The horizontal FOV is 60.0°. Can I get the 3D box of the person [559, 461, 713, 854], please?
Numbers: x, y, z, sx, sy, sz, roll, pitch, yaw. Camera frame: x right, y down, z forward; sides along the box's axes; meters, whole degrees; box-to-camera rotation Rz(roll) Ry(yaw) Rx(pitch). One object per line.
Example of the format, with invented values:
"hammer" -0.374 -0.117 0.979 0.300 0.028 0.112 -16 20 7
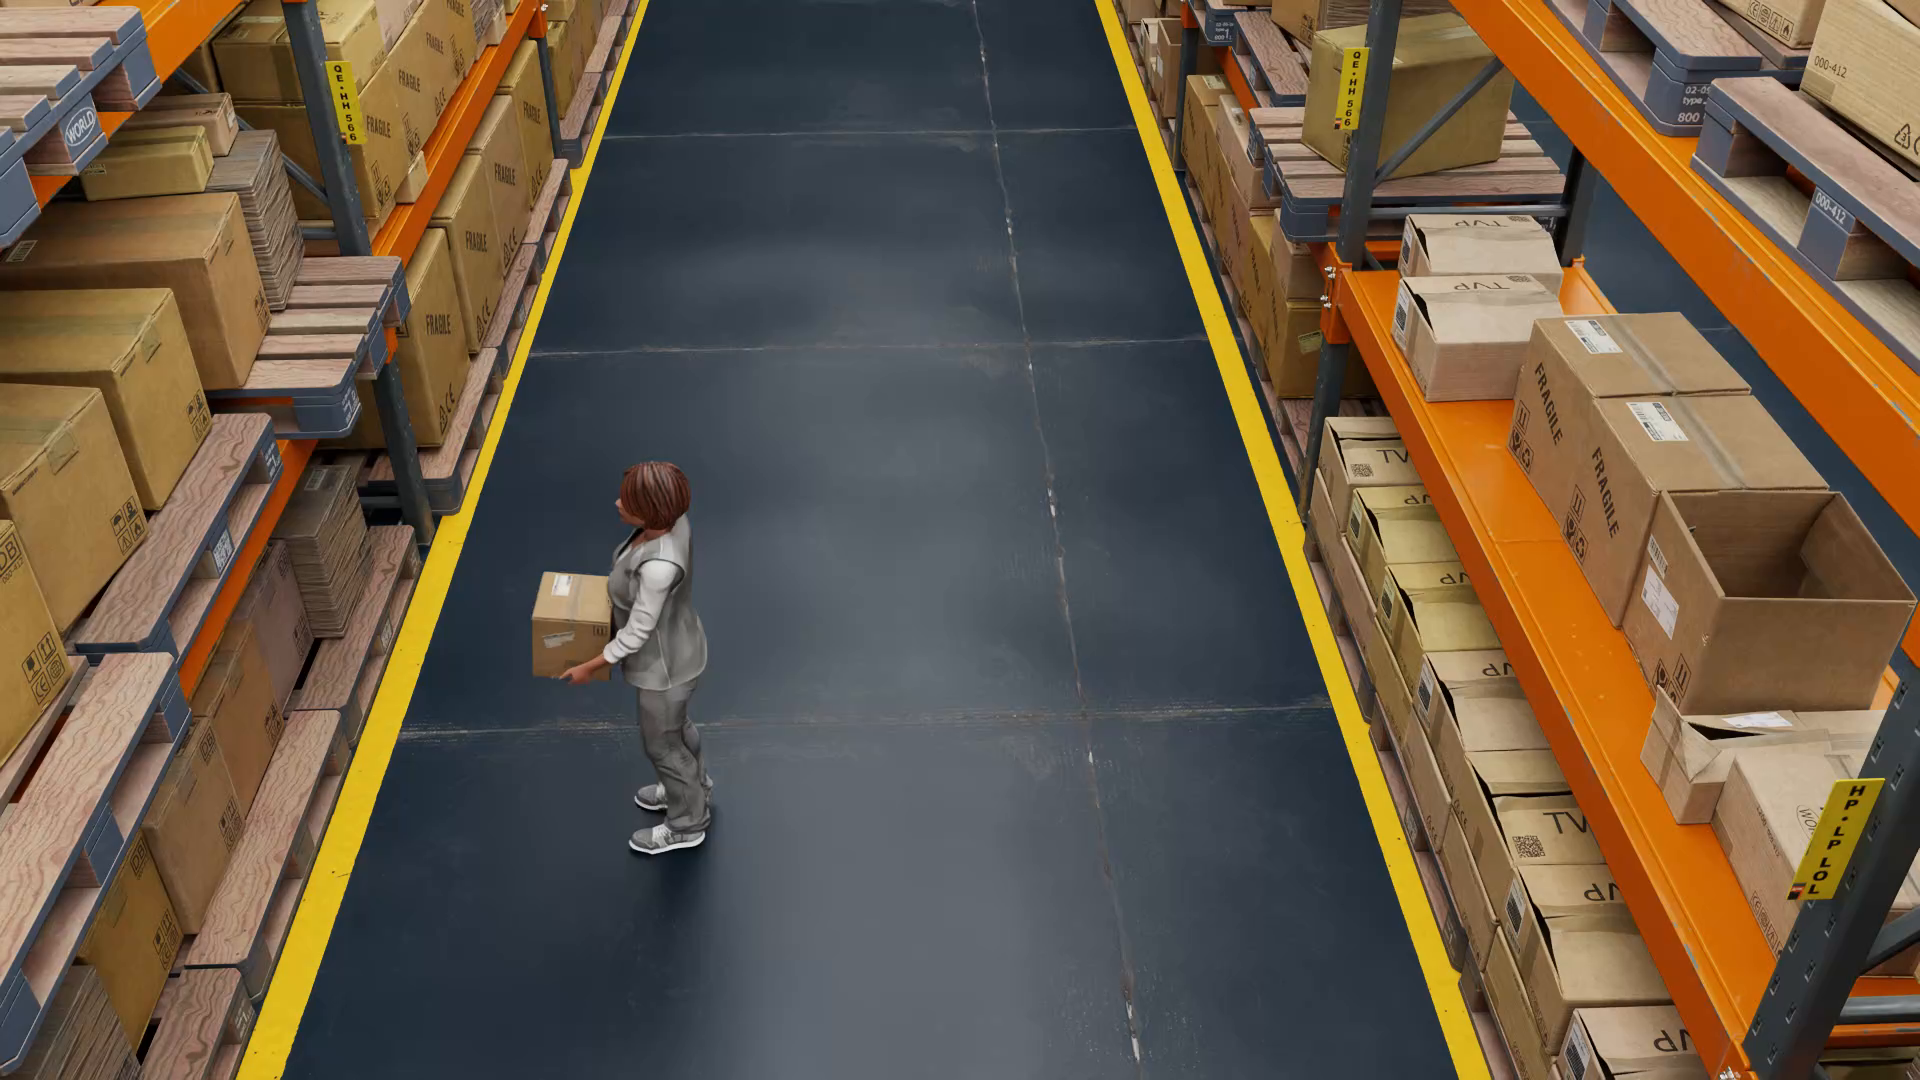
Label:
"person" -1.083 0.415 5.574 0.477 1.598 0.426 -4 36 -6
